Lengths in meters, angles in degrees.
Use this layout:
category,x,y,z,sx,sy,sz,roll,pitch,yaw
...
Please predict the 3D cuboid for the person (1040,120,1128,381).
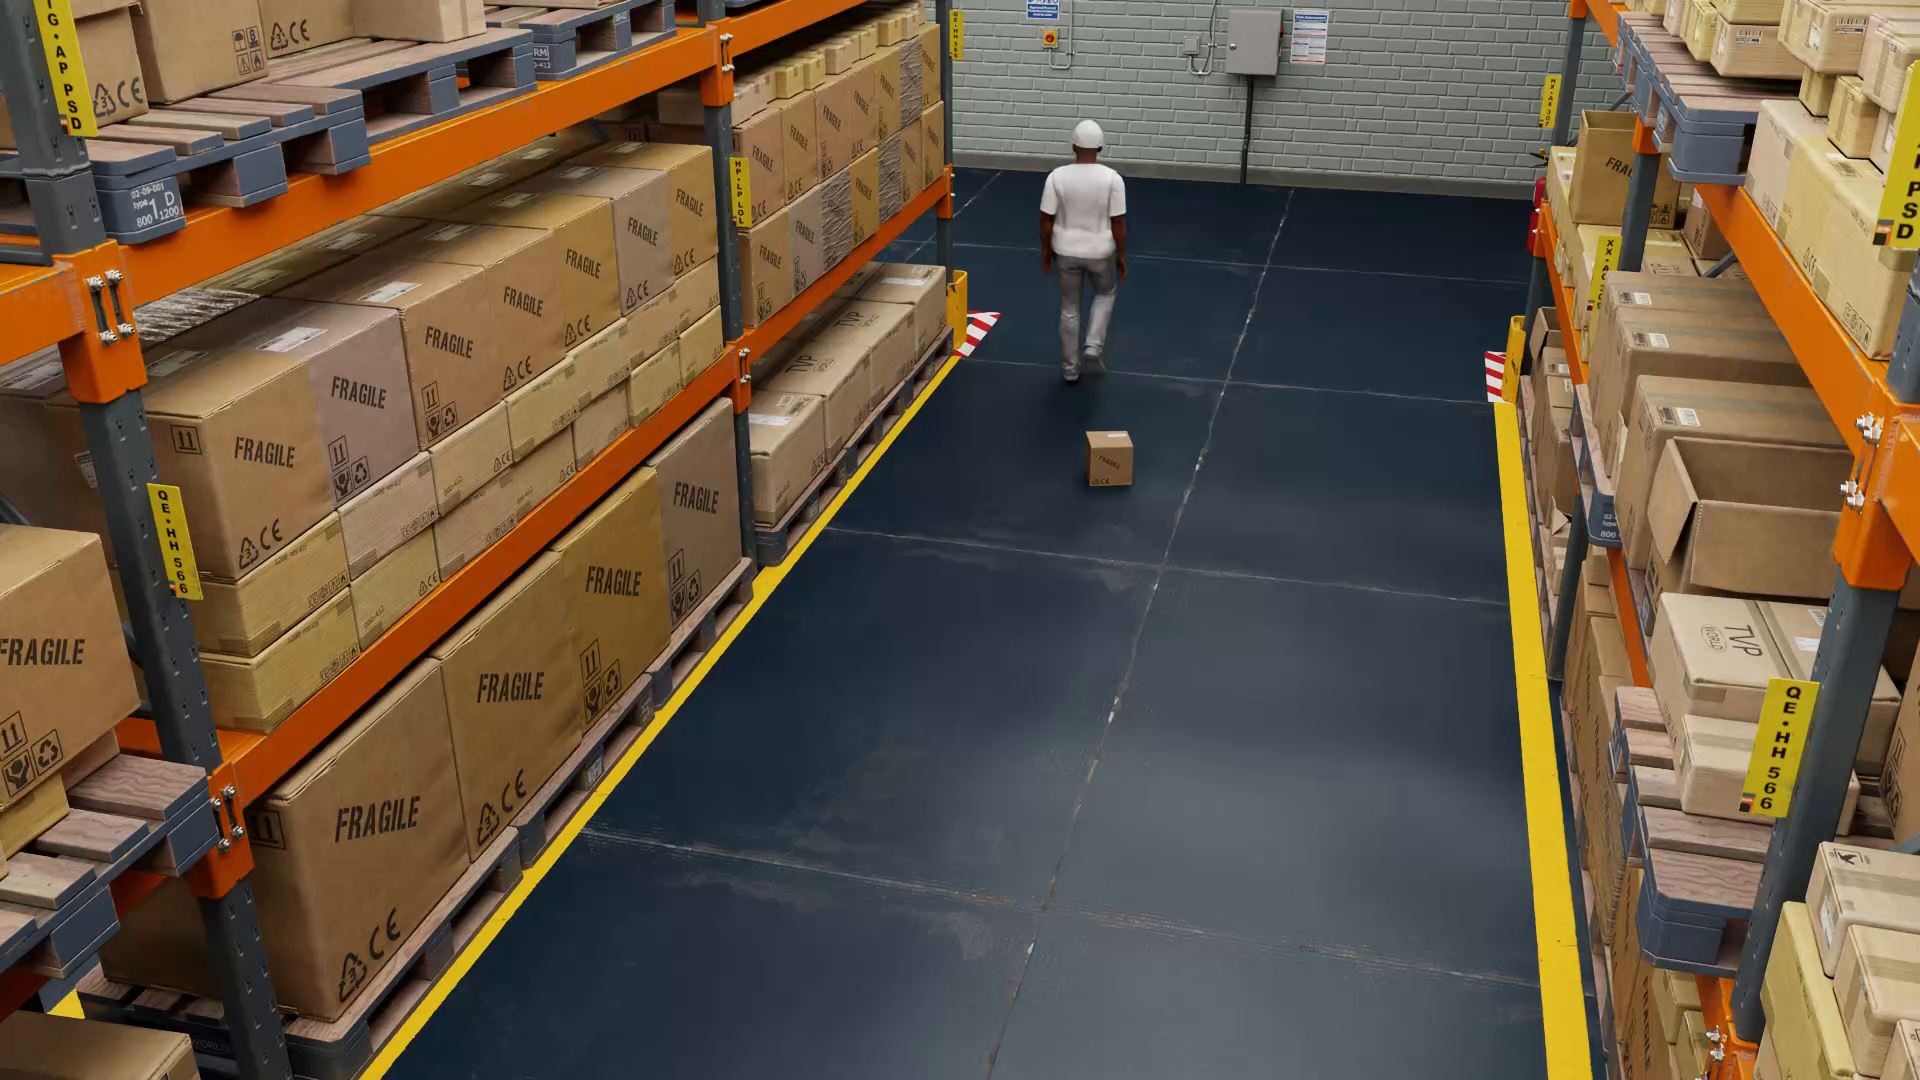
category,x,y,z,sx,sy,sz,roll,pitch,yaw
person,0.840,-1.945,11.159,0.593,1.756,0.470,4,25,9
